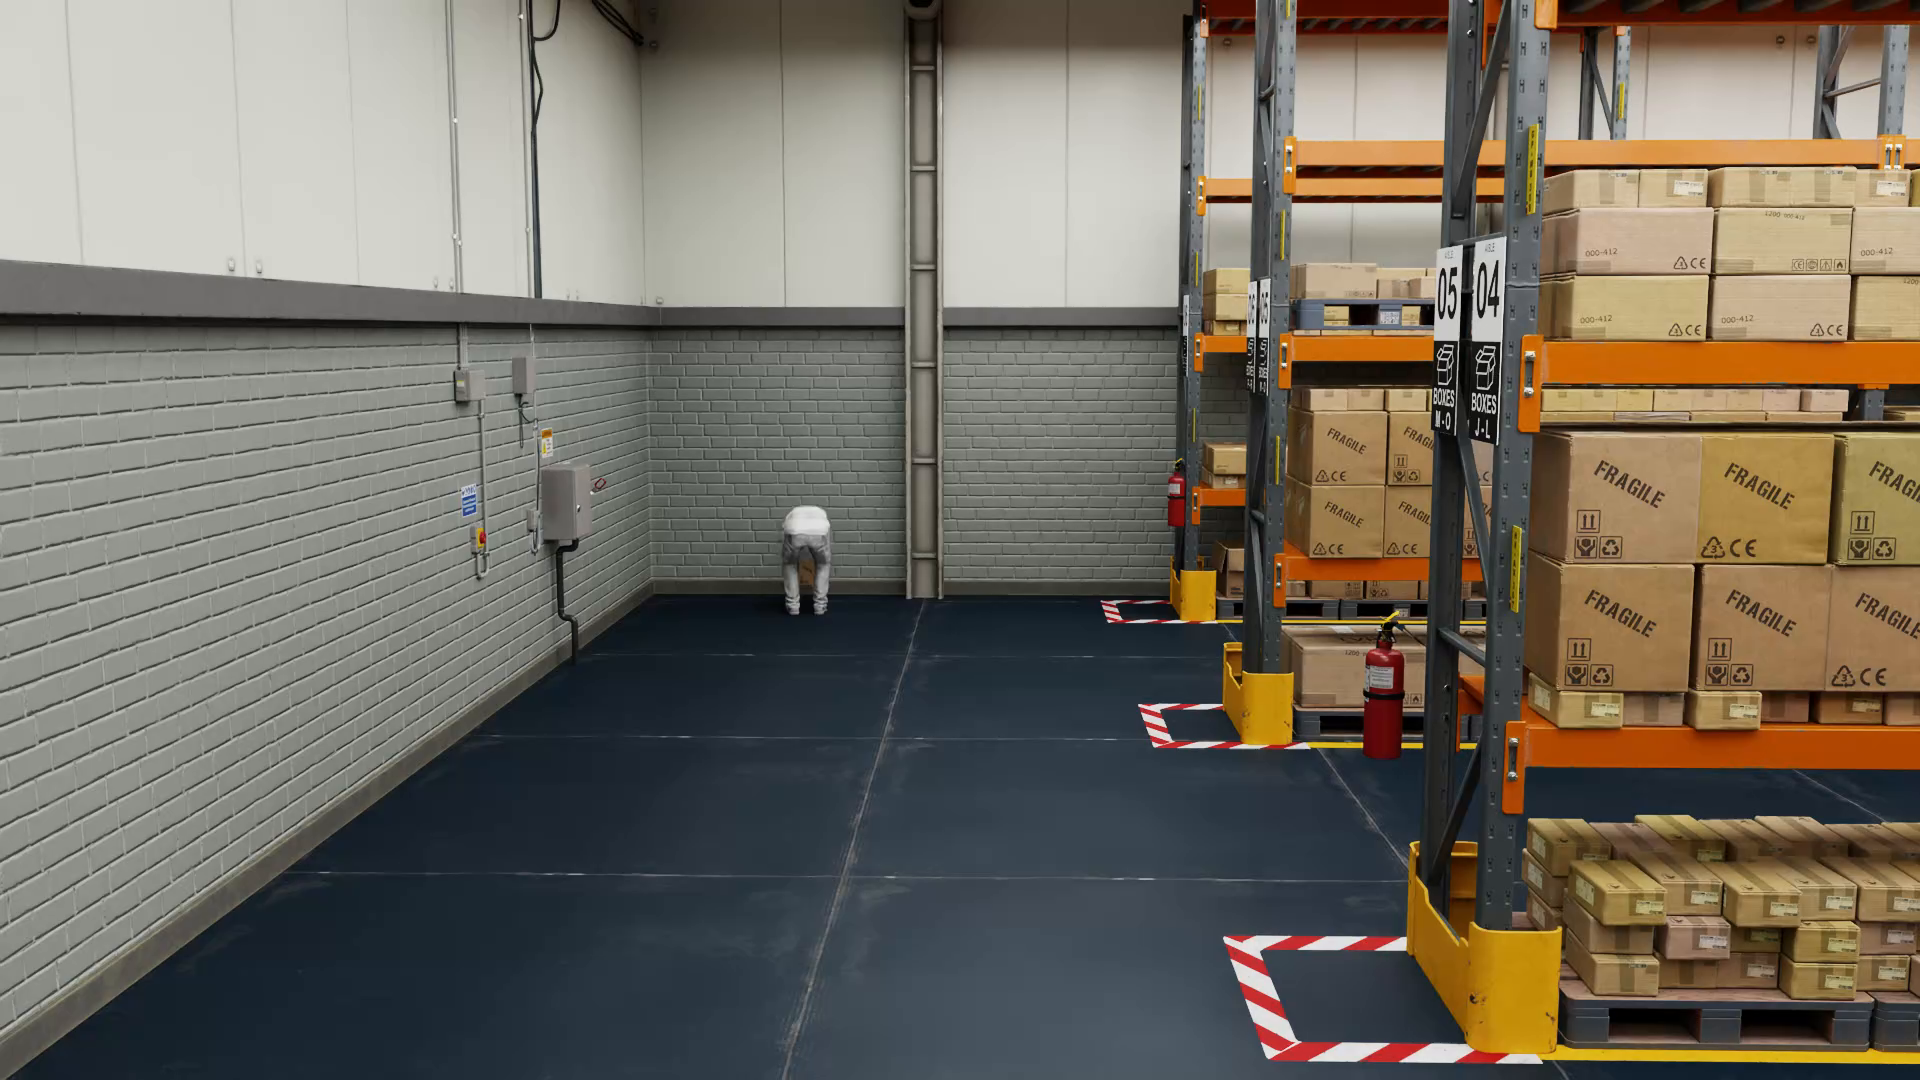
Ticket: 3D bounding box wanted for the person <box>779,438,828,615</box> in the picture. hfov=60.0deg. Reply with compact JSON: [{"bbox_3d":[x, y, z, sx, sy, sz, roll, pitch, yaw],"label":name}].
[{"bbox_3d":[-1.578,-0.149,16.872,0.490,1.782,0.578,0,7,-3],"label":"person"}]
